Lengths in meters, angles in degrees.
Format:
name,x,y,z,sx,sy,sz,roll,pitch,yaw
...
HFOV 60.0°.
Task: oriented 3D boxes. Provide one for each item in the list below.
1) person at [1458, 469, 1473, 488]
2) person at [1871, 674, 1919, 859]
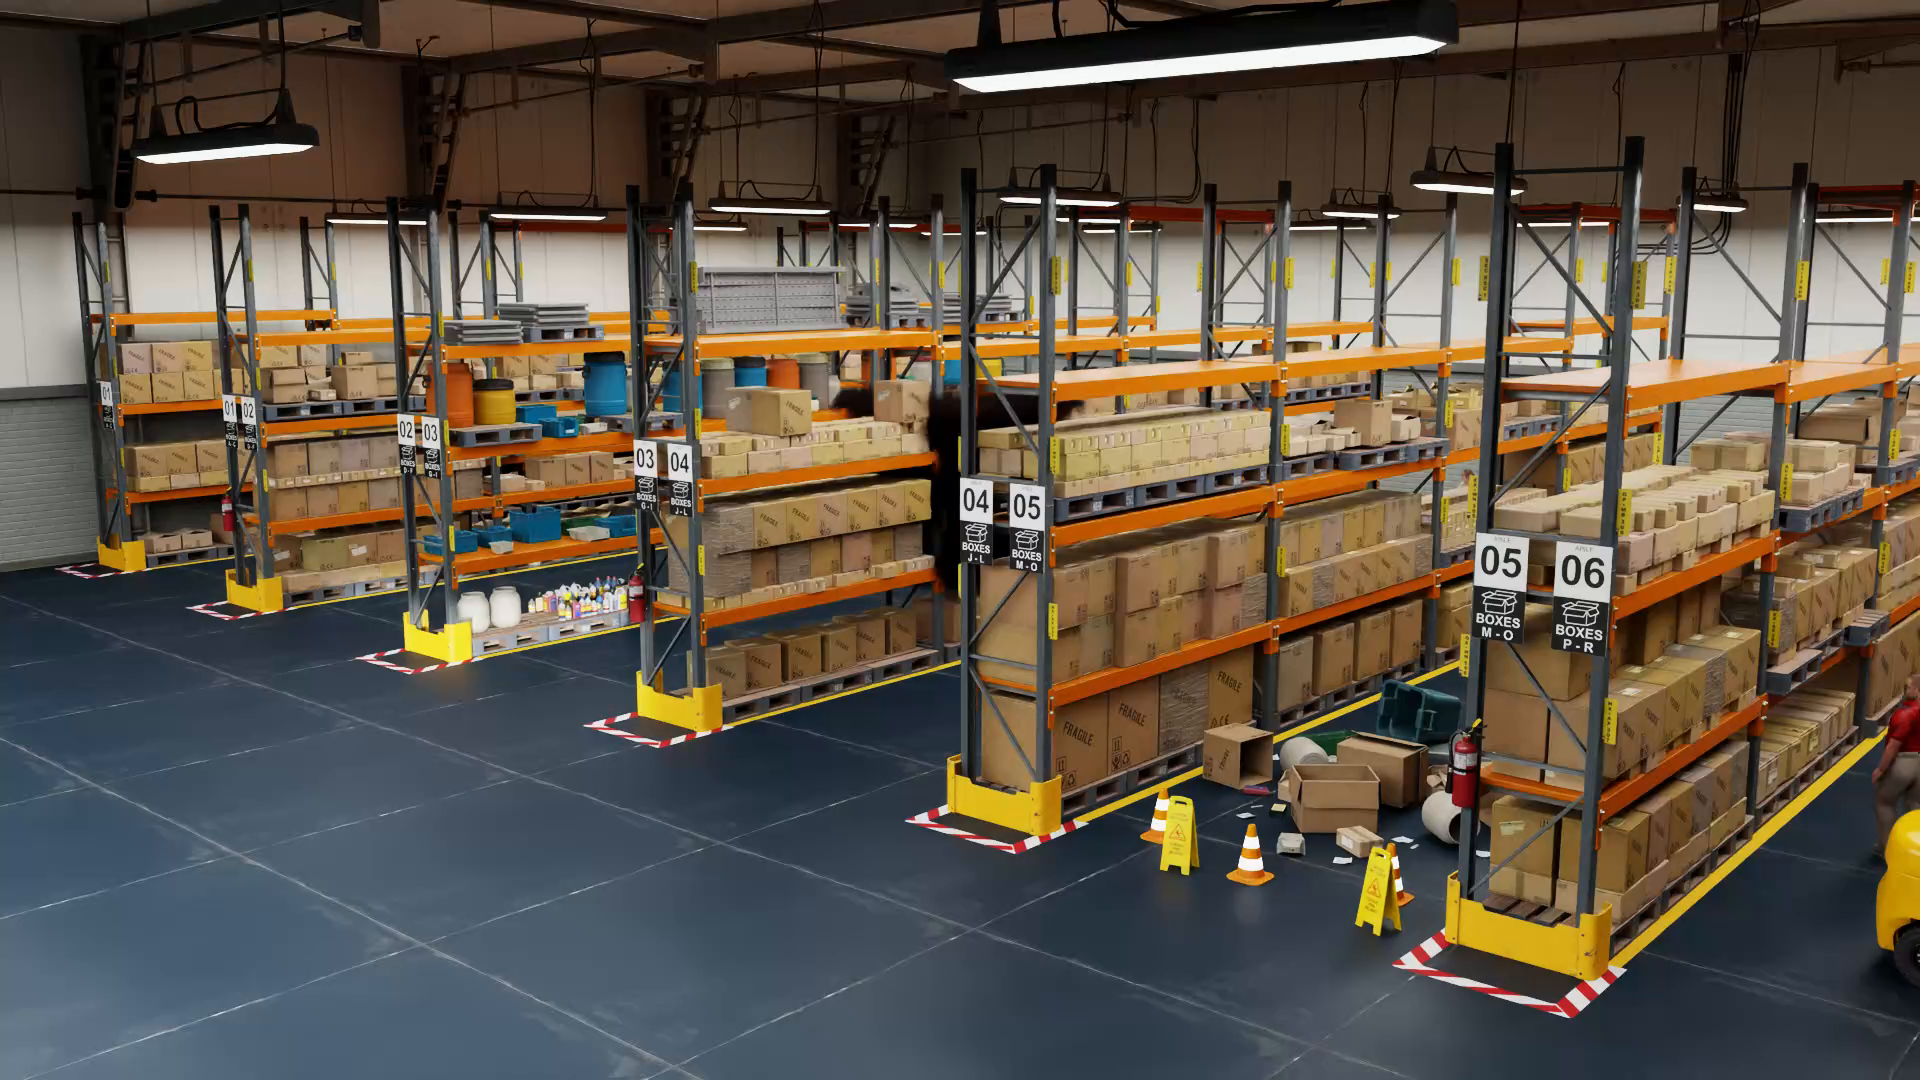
name,x,y,z,sx,sy,sz,roll,pitch,yaw
person,9.020,-0.502,29.576,0.428,1.547,0.934,8,12,38
person,8.180,1.984,14.438,0.576,1.743,0.549,0,9,-1
